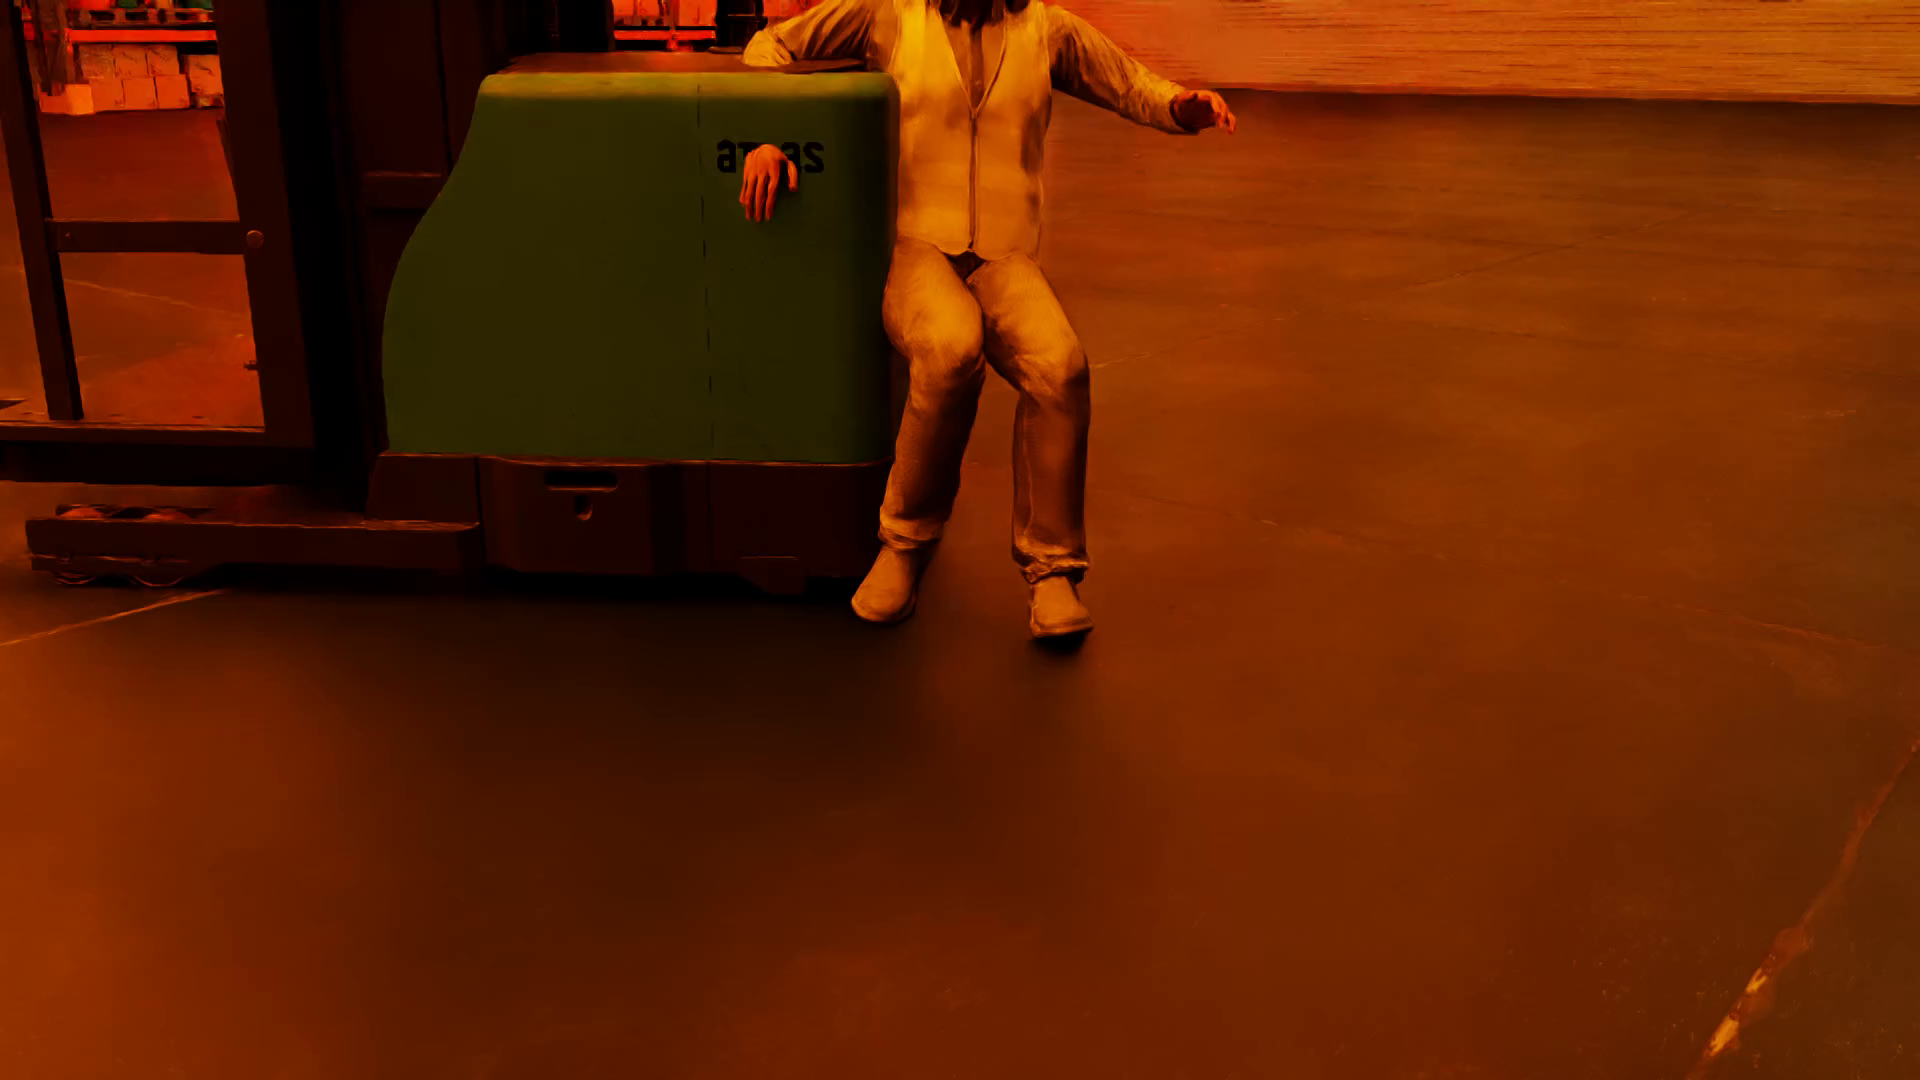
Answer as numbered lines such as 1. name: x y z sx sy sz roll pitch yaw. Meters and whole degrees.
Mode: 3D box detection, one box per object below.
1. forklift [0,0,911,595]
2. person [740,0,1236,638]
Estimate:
1. forklift: -1.591 -1.450 3.672 3.031 2.935 1.130 2 17 6
2. person: 0.053 -0.626 3.370 0.966 1.539 0.862 -8 19 -24
